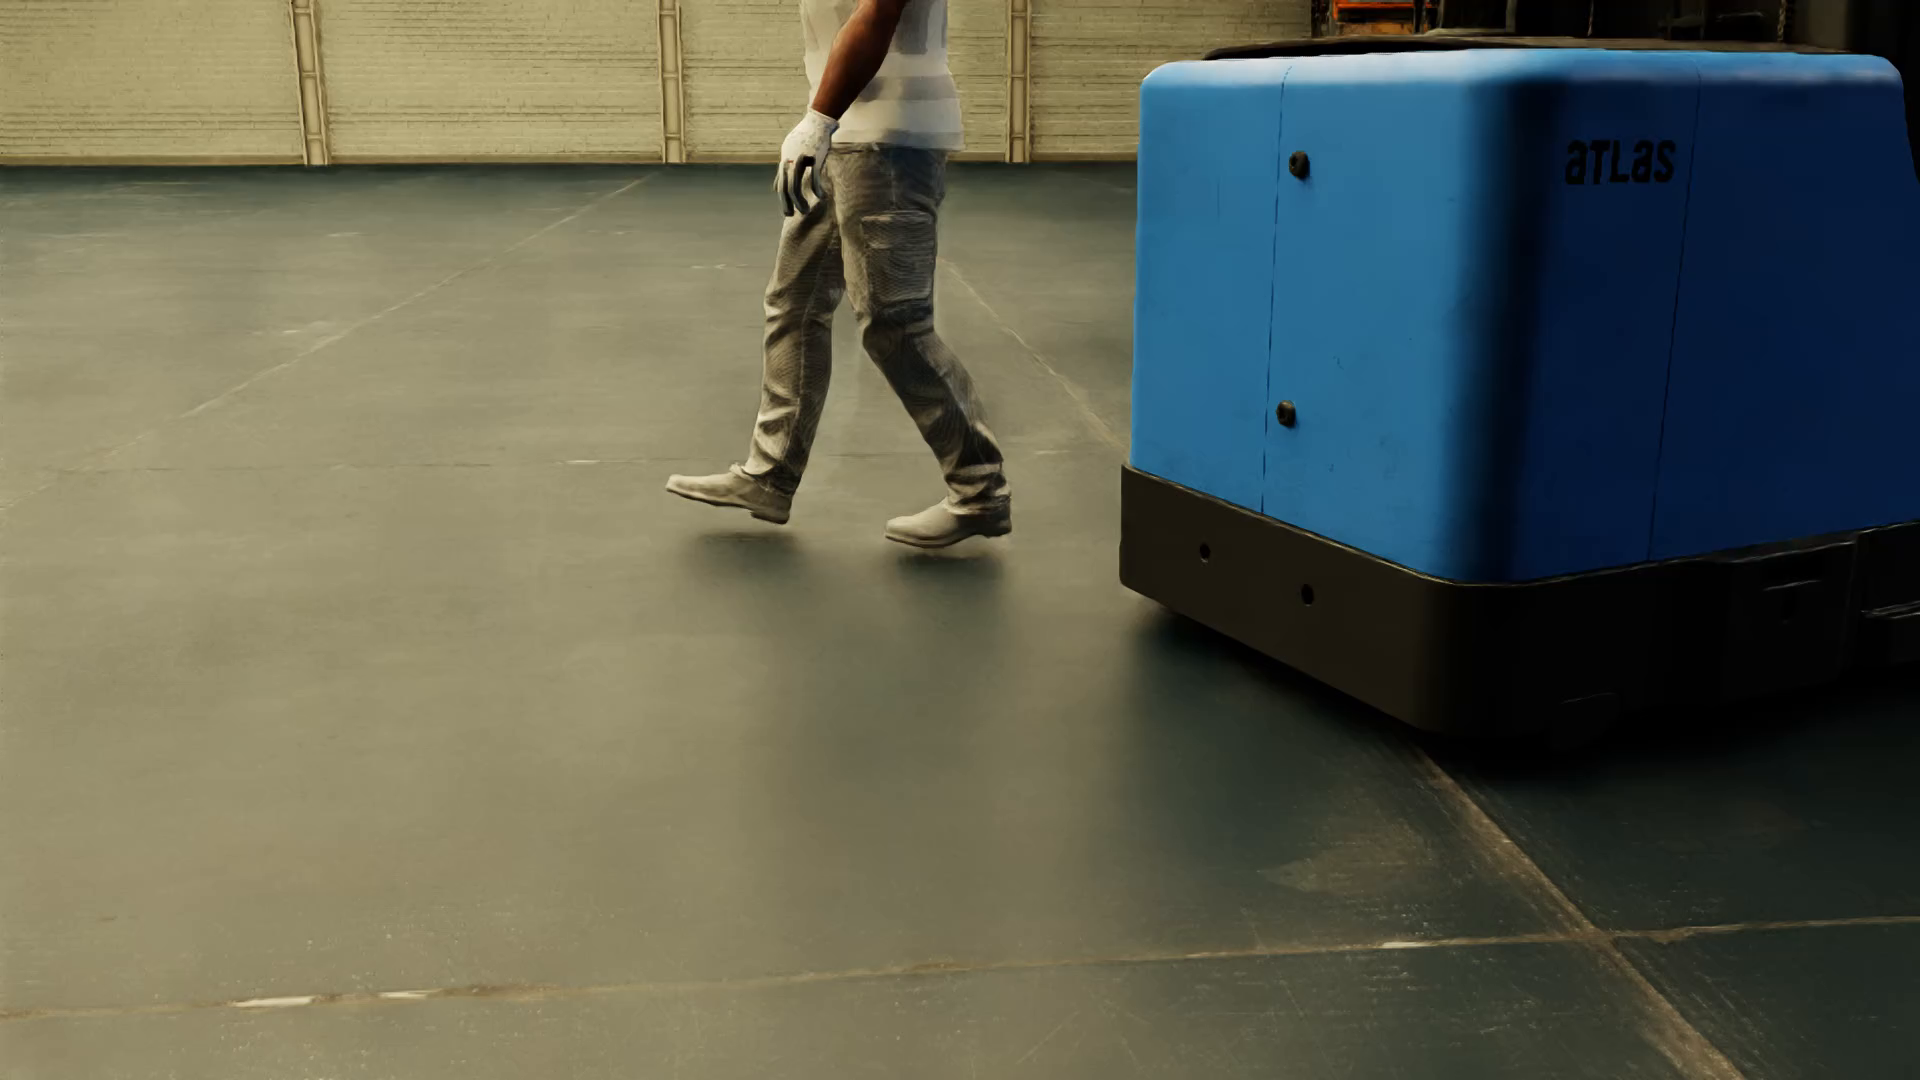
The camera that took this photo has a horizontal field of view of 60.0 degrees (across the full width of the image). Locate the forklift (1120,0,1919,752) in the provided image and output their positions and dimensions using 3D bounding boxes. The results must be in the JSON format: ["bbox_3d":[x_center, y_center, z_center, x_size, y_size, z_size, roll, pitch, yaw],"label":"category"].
[{"bbox_3d":[1.878,-1.325,3.210,3.031,2.935,1.130,-7,16,-25],"label":"forklift"}]

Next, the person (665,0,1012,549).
[{"bbox_3d":[-0.282,-0.857,3.650,0.781,1.753,0.732,-3,15,-11],"label":"person"}]
